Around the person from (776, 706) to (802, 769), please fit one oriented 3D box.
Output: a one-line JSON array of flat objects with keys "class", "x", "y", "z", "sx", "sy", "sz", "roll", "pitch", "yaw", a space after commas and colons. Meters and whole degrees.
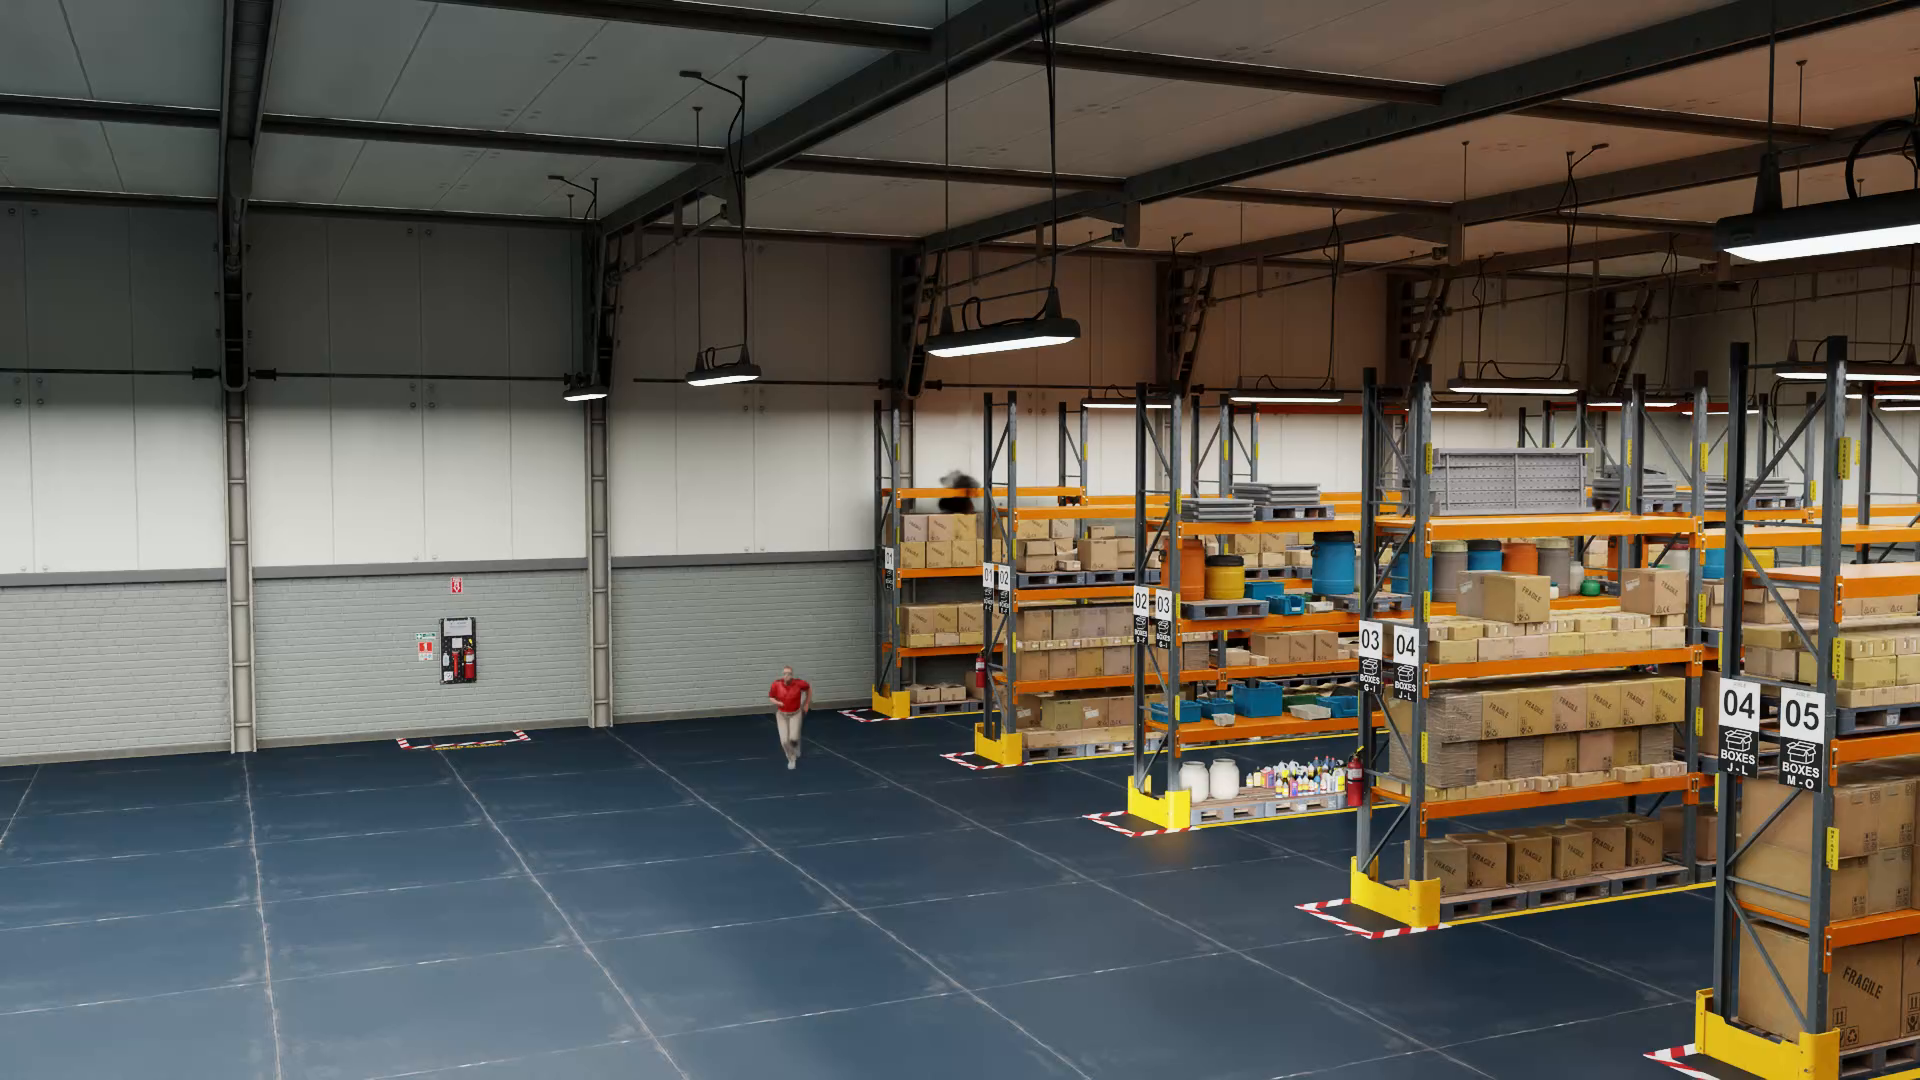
[{"class": "person", "x": -2.717, "y": 3.131, "z": 26.408, "sx": 0.414, "sy": 1.032, "sz": 0.539, "roll": 0, "pitch": 3, "yaw": 3}]
